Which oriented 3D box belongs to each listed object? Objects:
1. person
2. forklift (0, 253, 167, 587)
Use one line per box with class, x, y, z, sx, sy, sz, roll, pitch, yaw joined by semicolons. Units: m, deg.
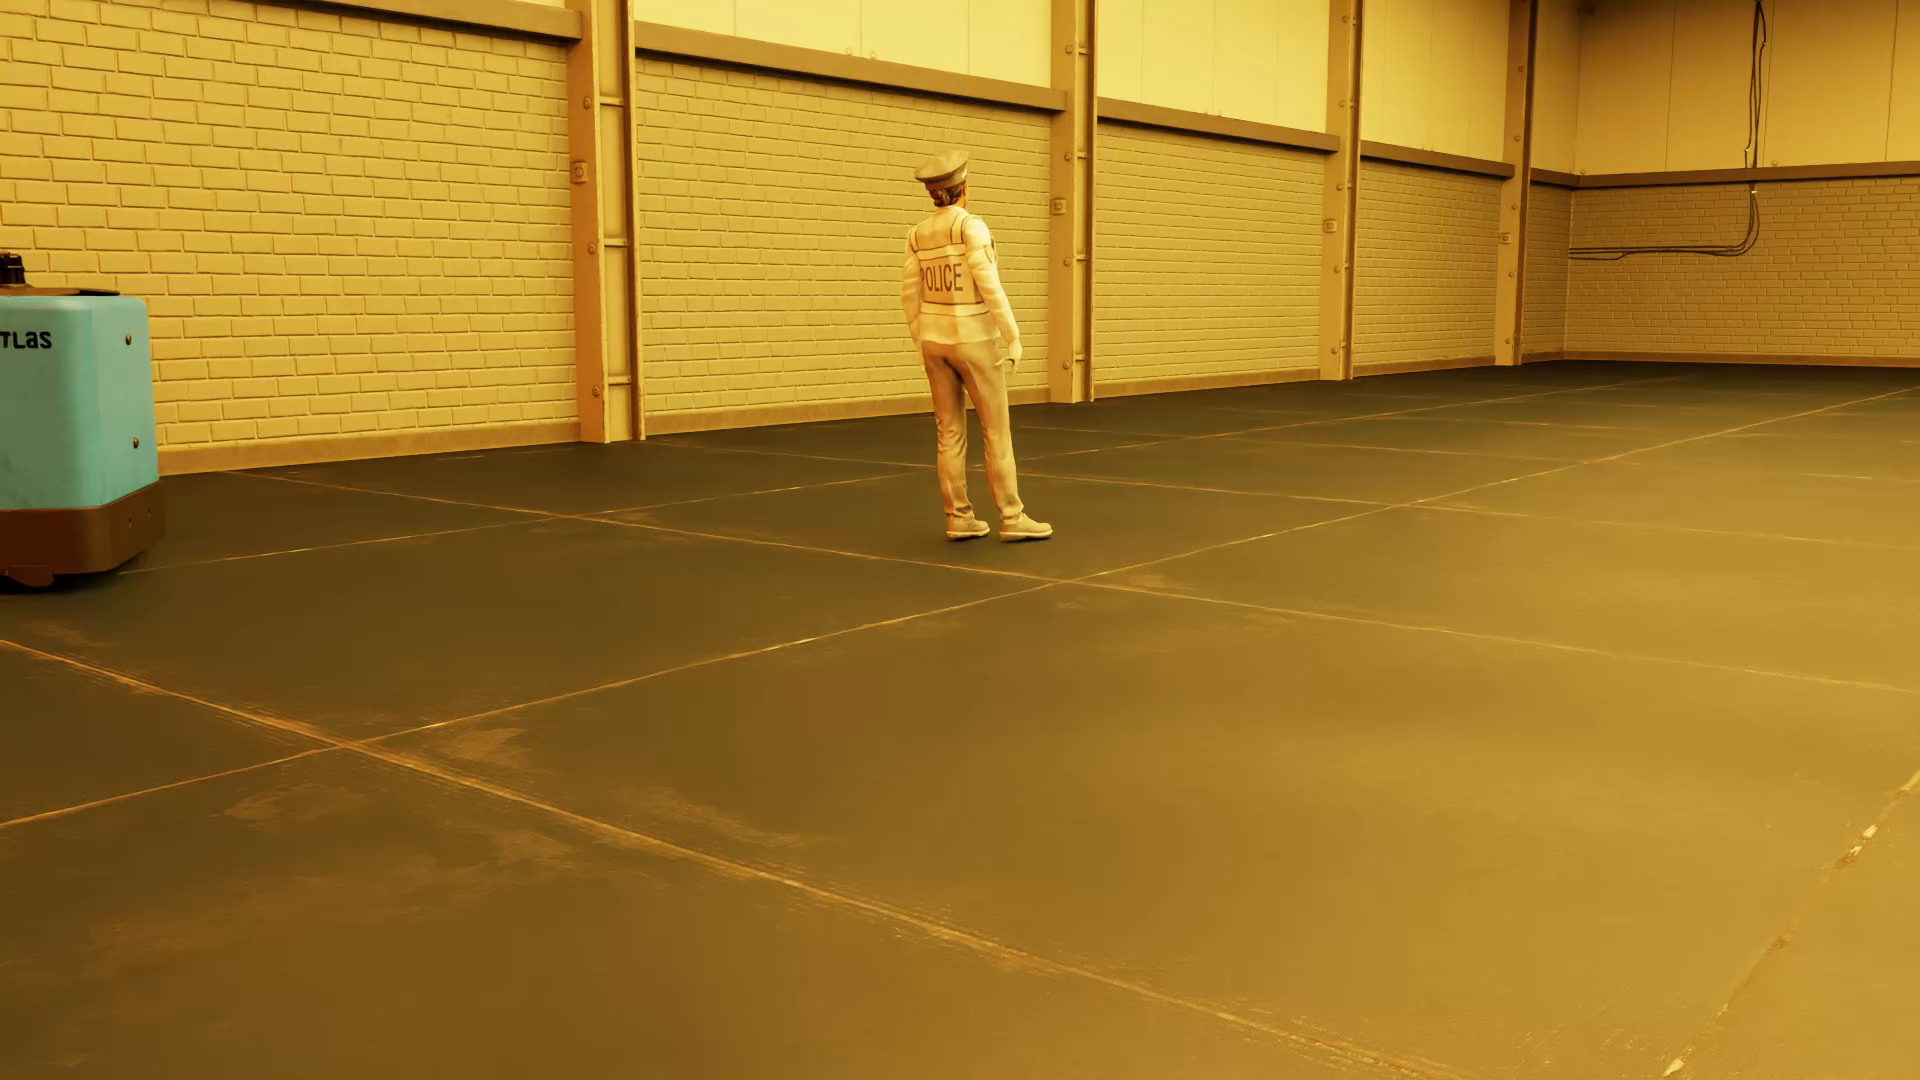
person;0.047;-0.853;7.329;0.587;1.696;0.534;7;11;38
forklift;-4.716;-1.282;6.041;3.031;2.935;1.130;-2;9;-13
